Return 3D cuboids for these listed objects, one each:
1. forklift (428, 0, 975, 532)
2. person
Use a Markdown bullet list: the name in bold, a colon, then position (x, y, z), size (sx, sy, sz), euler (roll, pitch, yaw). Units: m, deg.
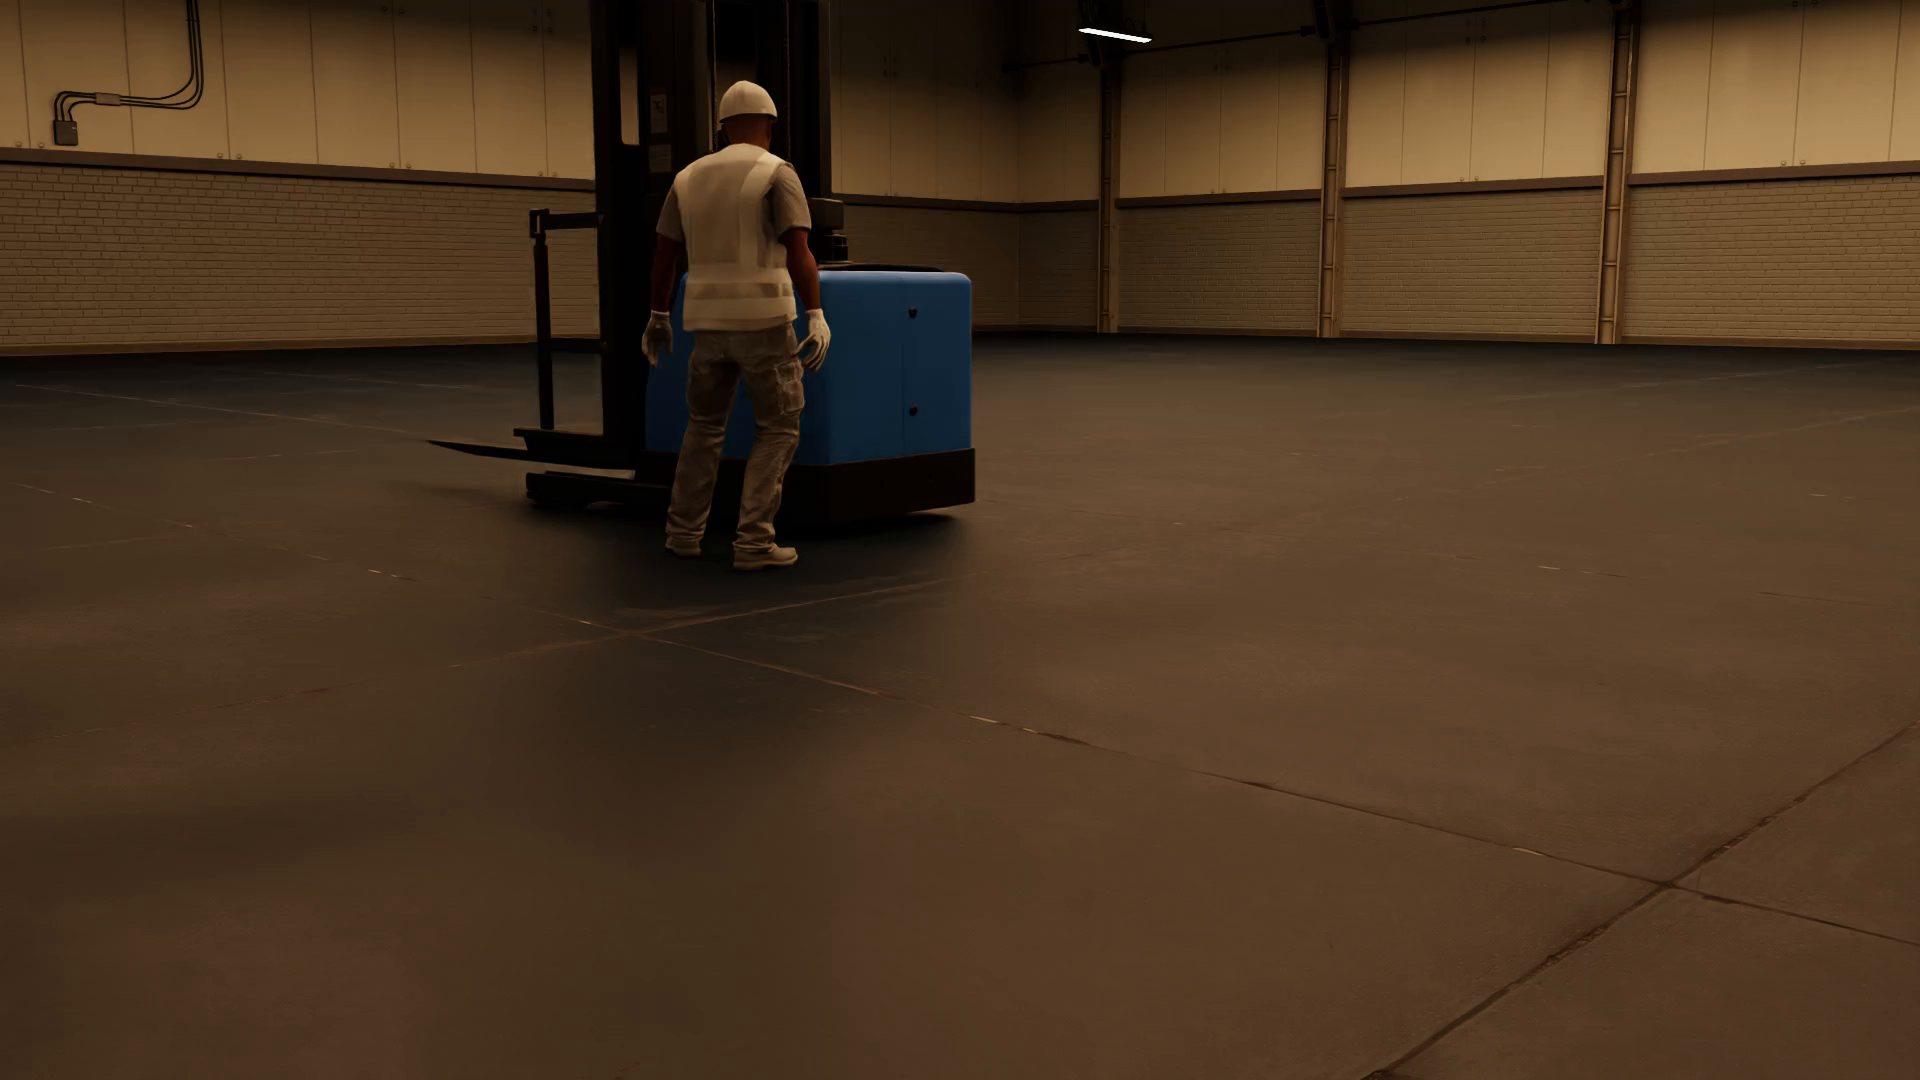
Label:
- **forklift**: position (-1.389, -1.636, 7.740), size (3.031, 2.935, 1.130), euler (7, 11, 39)
- **person**: position (-0.793, -0.783, 6.071), size (0.877, 1.746, 0.440), euler (5, 10, 29)
